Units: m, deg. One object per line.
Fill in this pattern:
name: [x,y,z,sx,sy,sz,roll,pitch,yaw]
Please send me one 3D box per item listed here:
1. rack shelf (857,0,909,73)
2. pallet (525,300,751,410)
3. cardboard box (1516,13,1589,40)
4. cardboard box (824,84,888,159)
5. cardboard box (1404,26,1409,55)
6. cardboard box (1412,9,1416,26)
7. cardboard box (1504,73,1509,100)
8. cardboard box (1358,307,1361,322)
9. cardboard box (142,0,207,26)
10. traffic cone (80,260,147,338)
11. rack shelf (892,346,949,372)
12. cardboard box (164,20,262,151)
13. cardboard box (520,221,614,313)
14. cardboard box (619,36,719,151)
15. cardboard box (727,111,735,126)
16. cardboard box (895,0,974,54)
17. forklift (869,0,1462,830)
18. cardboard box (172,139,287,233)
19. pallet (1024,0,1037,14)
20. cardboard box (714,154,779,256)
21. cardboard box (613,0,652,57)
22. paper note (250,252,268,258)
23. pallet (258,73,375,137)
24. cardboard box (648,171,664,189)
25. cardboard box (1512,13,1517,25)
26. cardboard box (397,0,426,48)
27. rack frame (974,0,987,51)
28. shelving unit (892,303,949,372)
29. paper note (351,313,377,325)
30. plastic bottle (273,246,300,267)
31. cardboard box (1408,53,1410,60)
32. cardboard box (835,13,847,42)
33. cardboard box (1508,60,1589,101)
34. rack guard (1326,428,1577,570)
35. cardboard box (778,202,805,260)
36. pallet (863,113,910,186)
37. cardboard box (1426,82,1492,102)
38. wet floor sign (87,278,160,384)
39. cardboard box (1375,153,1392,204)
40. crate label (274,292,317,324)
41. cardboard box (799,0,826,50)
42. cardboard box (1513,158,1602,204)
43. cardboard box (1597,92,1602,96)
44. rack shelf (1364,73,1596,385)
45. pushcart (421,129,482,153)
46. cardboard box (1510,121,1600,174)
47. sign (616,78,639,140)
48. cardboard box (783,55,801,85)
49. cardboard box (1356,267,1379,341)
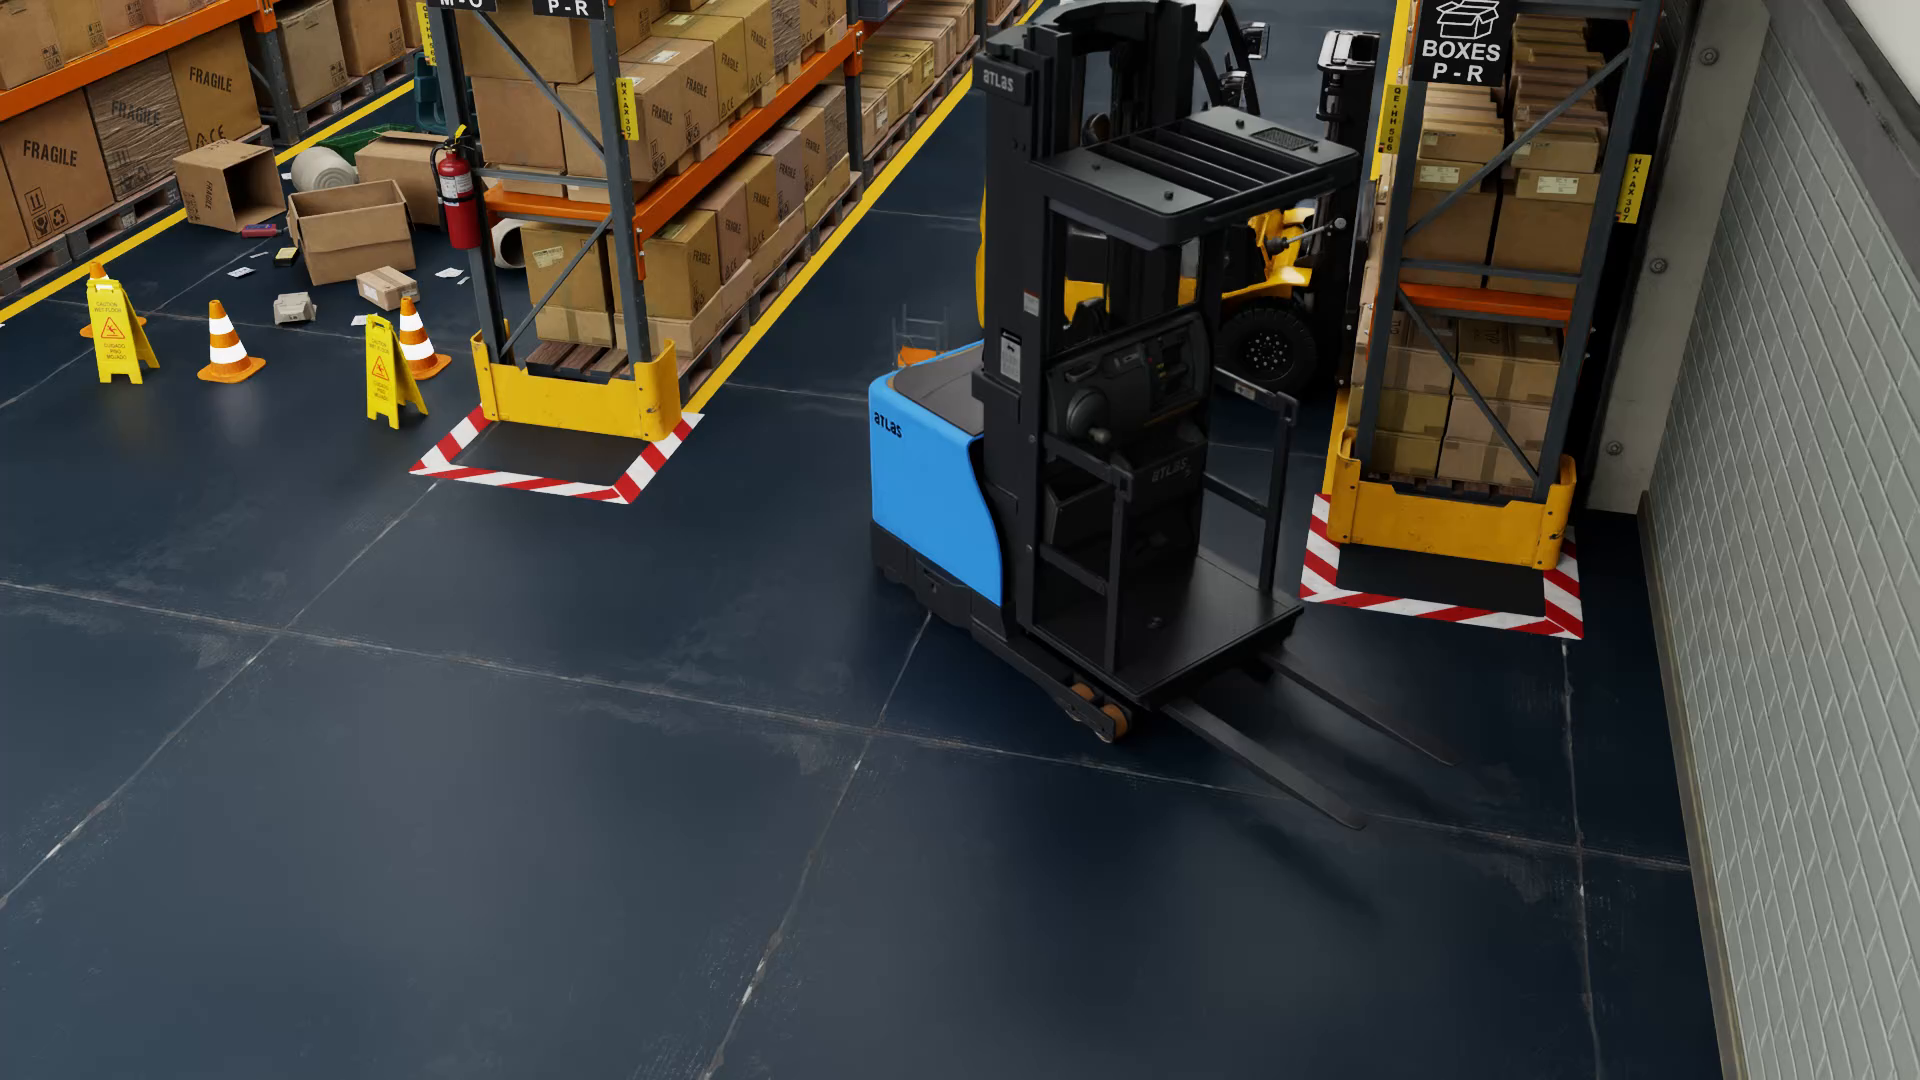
rack shelf: [-0.743,-4.769,14.126,1.077,0.370,4.000,8,33,12]
pallet: [-2.006,-1.238,10.501,1.003,0.211,1.213,8,33,12]
cardboard box: [3.407,-2.935,9.596,0.380,0.149,0.250,8,33,12]
cardboard box: [-1.120,-3.375,13.321,0.950,0.372,0.625,8,33,13]
cardboard box: [3.427,-3.594,11.748,0.500,0.250,0.500,9,33,13]
cardboard box: [2.979,-3.155,10.220,0.380,0.149,0.250,9,33,13]
cardboard box: [3.302,-2.342,9.545,0.500,0.500,0.500,9,33,13]
cardboard box: [2.606,-1.337,9.763,0.500,0.250,0.500,7,33,11]
cardboard box: [-6.264,-4.238,12.480,0.875,0.550,0.550,8,33,12]
traffic cone: [-5.571,-1.592,10.823,0.336,0.463,0.334,8,33,12]
rack shelf: [-0.195,-0.889,8.442,0.258,0.103,0.180,8,33,12]
cardboard box: [-6.291,-3.620,13.237,0.875,0.875,0.875,9,33,13]
cardboard box: [-2.314,-1.743,10.169,0.500,0.500,0.500,8,33,13]
cardboard box: [-1.748,-2.604,9.679,0.500,0.500,0.500,9,34,14]
cardboard box: [-1.632,-2.670,10.388,0.380,0.149,0.250,9,34,14]
cardboard box: [-0.388,-4.887,15.699,0.950,0.372,0.625,6,33,9]
forklift: [0.868,-0.649,7.039,1.130,2.935,3.031,-24,39,-32]
cardboard box: [-5.465,-2.657,12.461,0.500,0.500,0.500,14,35,21]
pallet: [0.349,-5.963,17.934,1.003,0.211,1.213,8,33,12]
cardboard box: [-1.524,-2.217,10.913,0.500,0.500,0.500,9,33,13]
cardboard box: [-2.211,-3.105,9.536,0.700,0.500,0.500,8,33,13]
paper note: [-5.045,-2.054,11.971,0.032,0.001,0.123,28,42,36]
pallet: [-5.941,-3.890,14.672,1.003,0.211,1.213,8,33,12]
cardboard box: [-1.929,-2.134,9.545,0.380,0.149,0.250,9,33,13]
cardboard box: [3.614,-3.204,10.296,0.380,0.149,0.250,9,33,14]
cardboard box: [-5.509,-5.202,15.842,1.050,0.750,0.750,9,33,13]
rack frame: [-0.235,-6.110,15.566,1.000,3.000,0.127,8,33,12]
shelving unit: [-0.195,-0.623,8.612,0.258,1.200,0.189,8,33,12]
paper note: [-3.951,-1.467,11.030,0.148,0.019,0.142,-3,33,-4]
plastic bottle: [-4.813,-2.039,11.900,0.133,0.061,0.283,-3,33,-4]
cardboard box: [2.943,-2.673,10.065,0.500,0.500,0.500,8,33,12]
cardboard box: [-1.037,-3.720,12.040,0.380,0.149,0.250,8,33,12]
cardboard box: [3.101,-2.408,8.767,0.380,0.149,0.250,9,34,14]
rack guard: [2.531,-0.218,8.626,1.175,0.500,0.348,8,33,12]
cardboard box: [-1.399,-2.167,11.534,0.500,0.250,0.500,9,33,13]
pallet: [-1.054,-3.262,13.684,1.003,0.211,1.213,8,33,12]
cardboard box: [2.497,-2.213,8.460,0.380,0.149,0.250,9,33,13]
wet floor sign: [-5.171,-1.302,10.197,0.267,0.644,0.232,3,33,4]
cardboard box: [2.986,-2.327,10.854,0.500,0.250,0.500,8,33,12]
crate label: [-4.424,-1.541,11.046,0.250,0.136,0.298,-8,33,-13]
cardboard box: [-1.246,-3.670,11.356,0.500,0.500,0.500,9,34,14]
cardboard box: [2.874,-1.742,7.996,0.380,0.149,0.250,7,33,11]
cardboard box: [3.269,-2.399,9.030,0.380,0.149,0.250,9,34,14]
rack shelf: [3.044,-2.019,9.801,1.077,0.370,4.000,8,33,12]
pushcart: [-3.468,-3.212,13.451,1.648,0.377,0.936,-3,33,-4]
cardboard box: [2.829,-1.872,7.923,0.380,0.149,0.250,7,33,11]
sign: [-1.740,-2.250,8.687,0.100,0.325,0.005,8,33,12]
cardboard box: [-1.292,-3.193,11.210,0.380,0.149,0.250,8,33,12]
cardboard box: [2.476,-1.271,9.193,0.500,0.250,0.500,9,33,13]
